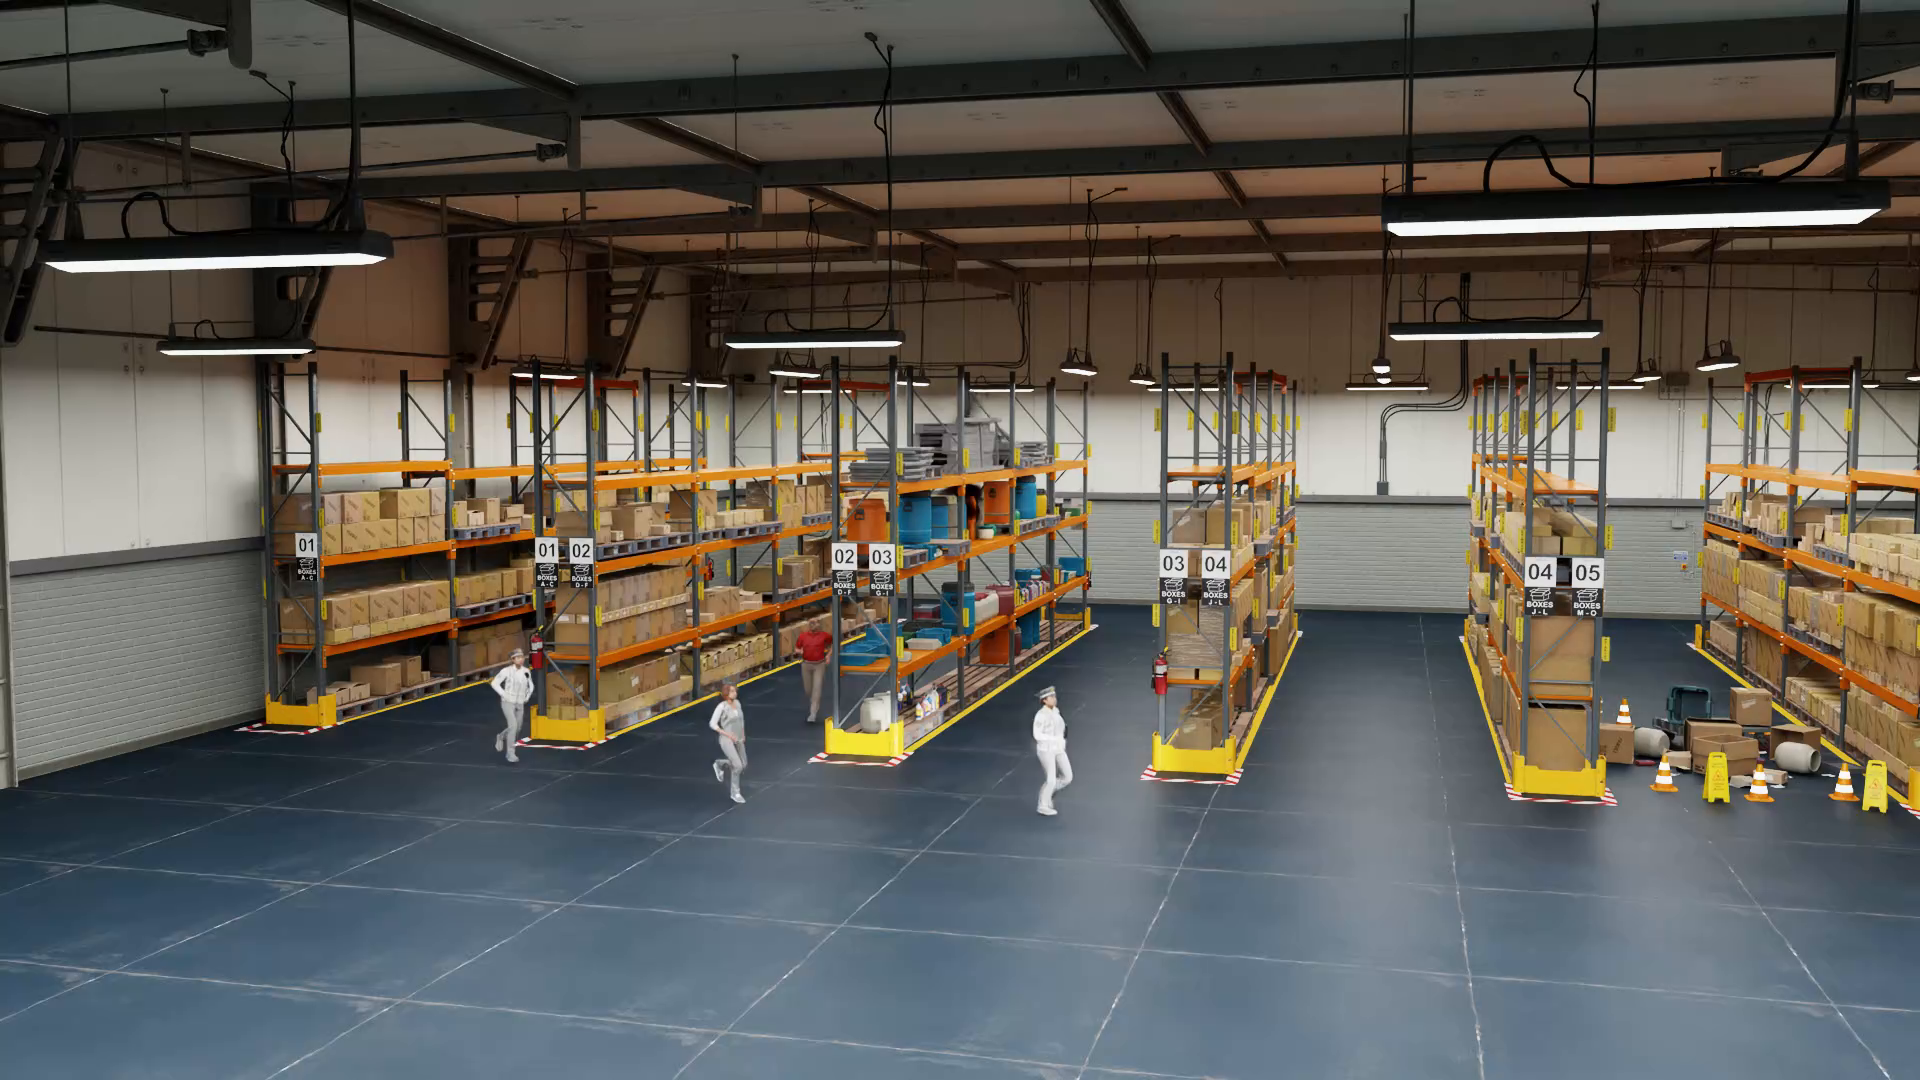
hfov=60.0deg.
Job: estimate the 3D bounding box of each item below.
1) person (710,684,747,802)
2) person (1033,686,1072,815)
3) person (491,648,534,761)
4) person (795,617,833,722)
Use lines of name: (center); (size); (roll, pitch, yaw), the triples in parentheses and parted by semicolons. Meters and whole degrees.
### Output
person: (-3.097, 2.687, 22.129); (0.606, 1.557, 0.564); (3, 5, 35)
person: (1.209, 2.678, 21.146); (0.546, 1.655, 0.603); (3, 5, 41)
person: (-6.693, 2.441, 24.923); (0.659, 1.659, 0.690); (-3, 5, -41)
person: (-2.460, 2.141, 27.969); (0.665, 1.699, 1.010); (1, 4, 8)
